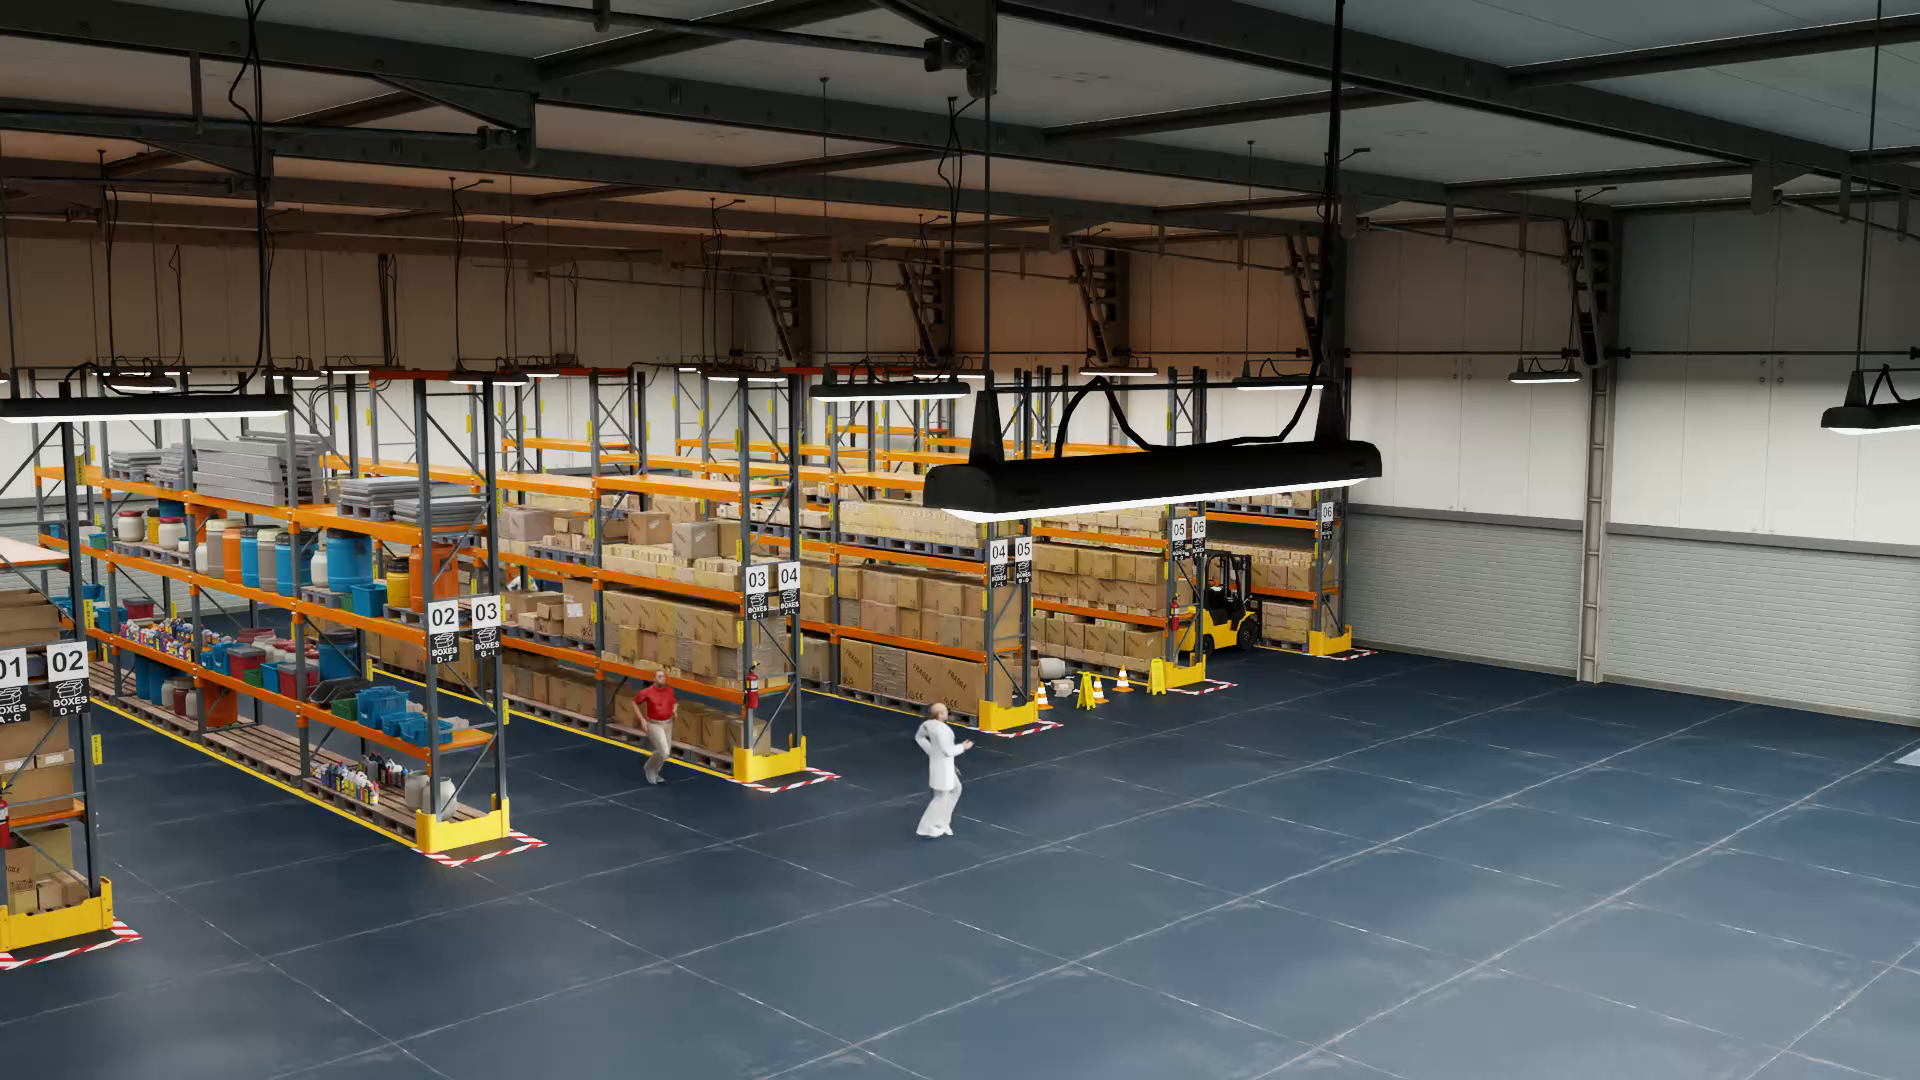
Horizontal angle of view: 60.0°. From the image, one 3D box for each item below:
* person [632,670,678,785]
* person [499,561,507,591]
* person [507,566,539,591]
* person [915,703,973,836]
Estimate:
[{"bbox_3d":[-4.378,2.740,24.344,0.622,1.685,0.647,6,9,42],"label":"person"},{"bbox_3d":[-10.411,1.288,37.132,0.734,1.761,0.661,6,9,44],"label":"person"},{"bbox_3d":[-9.495,1.377,36.320,0.865,1.721,0.596,6,9,43],"label":"person"},{"bbox_3d":[-0.212,3.014,21.704,0.755,1.813,0.688,-2,7,-14],"label":"person"}]
